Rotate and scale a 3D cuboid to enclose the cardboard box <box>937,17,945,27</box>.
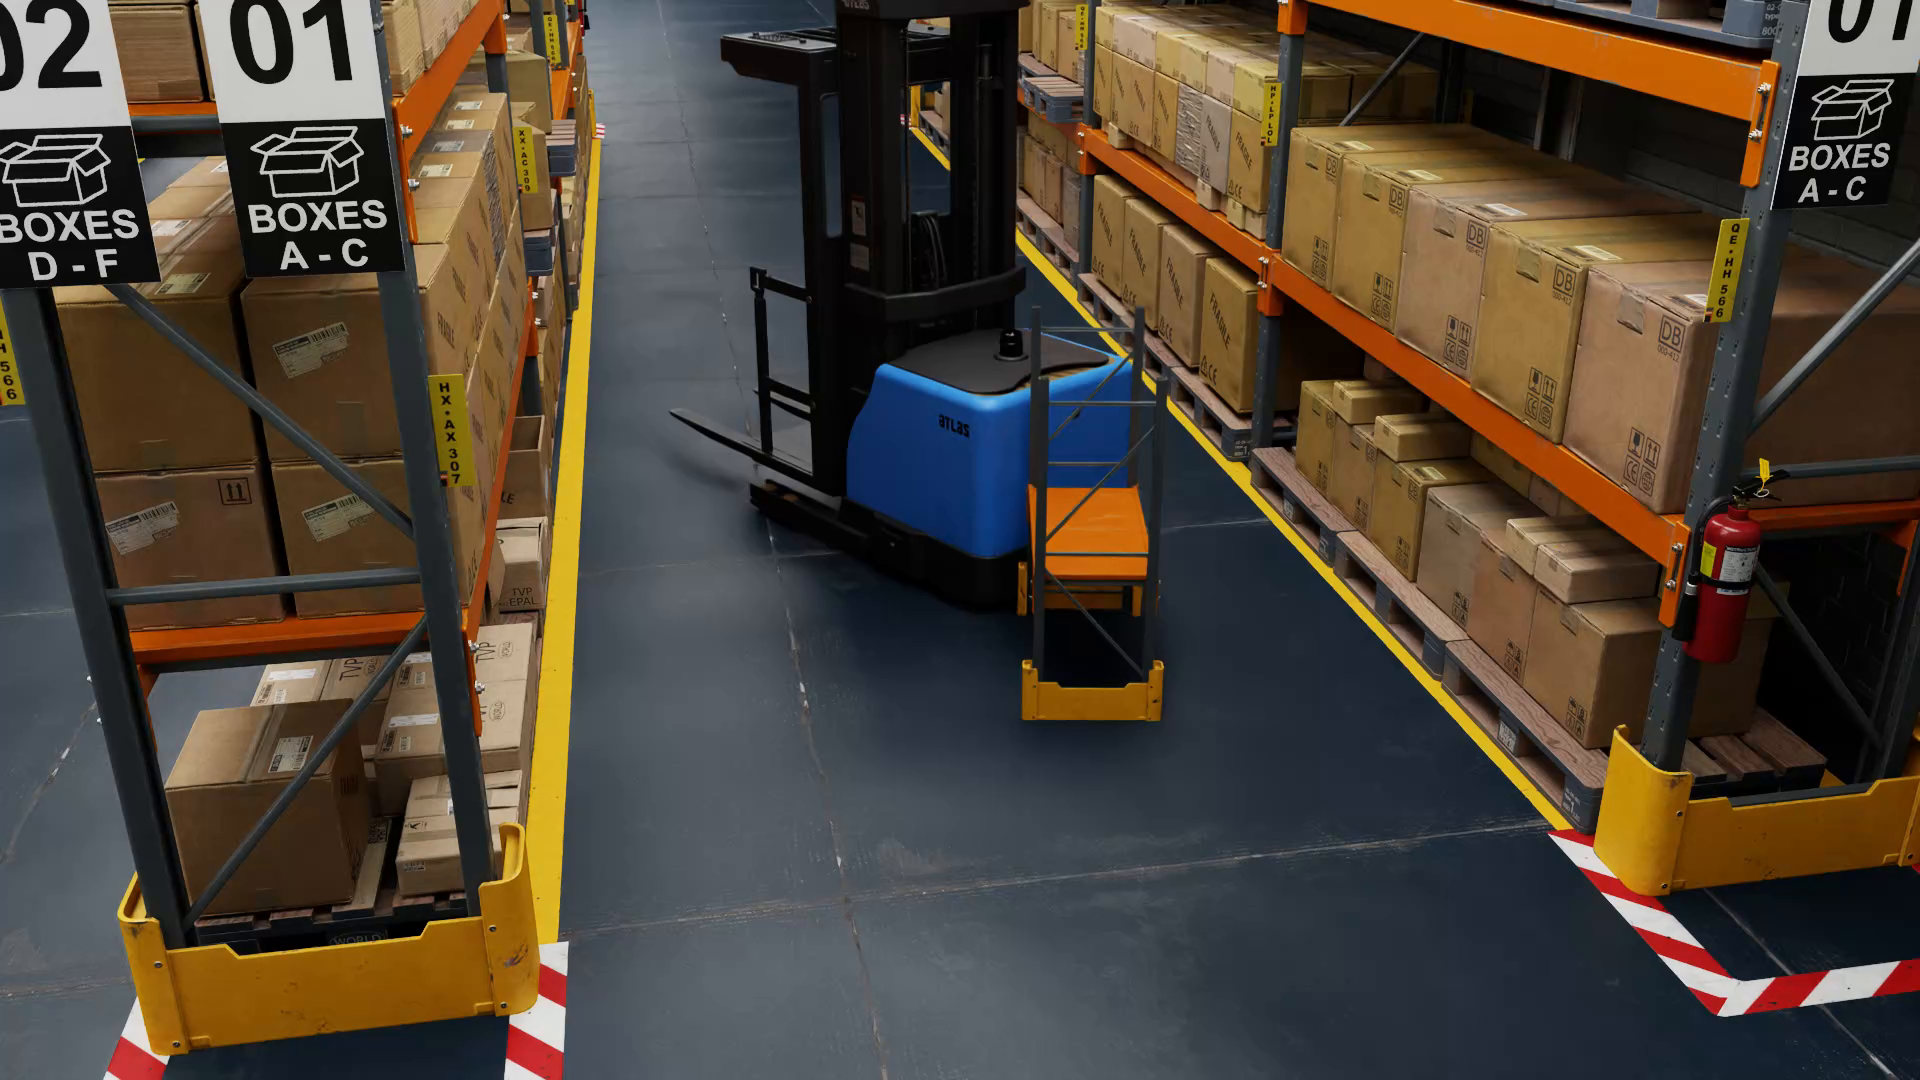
[{"bbox_3d":[0.033,-5.647,18.095,0.500,0.250,0.500,-4,24,-9],"label":"cardboard box"}]

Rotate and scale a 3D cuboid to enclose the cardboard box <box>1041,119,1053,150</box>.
[{"bbox_3d":[1.042,-3.686,15.079,0.500,0.250,0.500,-5,24,-11],"label":"cardboard box"}]

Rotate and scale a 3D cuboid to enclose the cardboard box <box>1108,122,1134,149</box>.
[{"bbox_3d":[1.282,-2.916,11.967,0.380,0.149,0.250,-4,24,-8],"label":"cardboard box"}]

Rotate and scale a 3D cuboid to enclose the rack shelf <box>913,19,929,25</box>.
[{"bbox_3d":[0.335,-5.409,18.286,1.077,0.370,4.000,-4,24,-10],"label":"rack shelf"}]

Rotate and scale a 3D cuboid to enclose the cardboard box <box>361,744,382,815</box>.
[{"bbox_3d":[-2.273,0.871,5.998,0.380,0.166,0.250,-4,24,-10],"label":"cardboard box"}]

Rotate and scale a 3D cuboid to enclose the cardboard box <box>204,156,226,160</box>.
[{"bbox_3d":[-2.683,-1.330,6.673,0.500,0.500,0.500,-5,24,-11],"label":"cardboard box"}]

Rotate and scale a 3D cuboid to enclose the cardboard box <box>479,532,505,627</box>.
[{"bbox_3d":[-2.331,0.244,7.014,0.797,0.503,0.637,-4,24,-10],"label":"cardboard box"}]

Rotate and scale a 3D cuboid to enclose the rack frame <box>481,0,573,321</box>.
[{"bbox_3d":[-3.423,-3.011,11.896,1.000,3.000,0.127,-4,24,-10],"label":"rack frame"}]

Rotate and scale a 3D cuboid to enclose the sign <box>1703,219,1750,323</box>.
[{"bbox_3d":[2.388,-0.836,5.175,0.100,0.325,0.005,-4,24,-10],"label":"sign"}]

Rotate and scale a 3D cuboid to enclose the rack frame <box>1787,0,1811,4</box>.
[{"bbox_3d":[2.924,-2.981,4.333,1.000,3.000,0.127,-4,24,-10],"label":"rack frame"}]

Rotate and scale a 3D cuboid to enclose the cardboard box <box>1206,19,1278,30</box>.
[{"bbox_3d":[1.967,-3.348,11.211,0.500,0.250,0.500,-5,24,-11],"label":"cardboard box"}]

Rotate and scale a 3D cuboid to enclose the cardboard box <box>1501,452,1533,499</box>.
[{"bbox_3d":[2.679,-0.308,7.496,0.380,0.149,0.250,-4,24,-9],"label":"cardboard box"}]

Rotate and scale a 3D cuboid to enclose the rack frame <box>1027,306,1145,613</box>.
[{"bbox_3d":[0.569,-0.345,7.667,0.500,1.500,0.032,0,24,1],"label":"rack frame"}]

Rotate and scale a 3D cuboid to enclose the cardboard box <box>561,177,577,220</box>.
[{"bbox_3d":[-3.429,-2.835,13.702,0.500,0.311,0.500,-5,24,-11],"label":"cardboard box"}]

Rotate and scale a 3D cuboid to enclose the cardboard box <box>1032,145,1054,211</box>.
[{"bbox_3d":[1.057,-3.317,15.170,0.700,0.500,0.500,-4,24,-9],"label":"cardboard box"}]

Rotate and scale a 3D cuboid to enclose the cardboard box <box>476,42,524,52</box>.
[{"bbox_3d":[-3.750,-3.715,13.384,0.500,0.500,0.500,-6,24,-13],"label":"cardboard box"}]

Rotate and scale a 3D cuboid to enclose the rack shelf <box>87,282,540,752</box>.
[{"bbox_3d":[-2.314,-0.321,6.636,1.077,0.370,4.000,-4,24,-10],"label":"rack shelf"}]

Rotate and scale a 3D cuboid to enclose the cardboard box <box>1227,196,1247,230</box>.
[{"bbox_3d":[1.773,-1.909,9.662,0.380,0.149,0.250,-4,24,-9],"label":"cardboard box"}]

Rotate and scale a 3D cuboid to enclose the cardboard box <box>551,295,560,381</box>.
[{"bbox_3d":[-2.821,-1.307,10.568,0.500,0.500,0.500,-5,24,-12],"label":"cardboard box"}]

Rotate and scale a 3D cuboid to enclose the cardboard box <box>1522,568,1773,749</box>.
[{"bbox_3d":[2.696,0.453,6.563,0.700,0.500,0.500,-4,24,-10],"label":"cardboard box"}]

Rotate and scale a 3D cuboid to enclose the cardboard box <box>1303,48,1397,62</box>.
[{"bbox_3d":[2.252,-2.746,9.831,0.500,0.250,0.500,-4,24,-9],"label":"cardboard box"}]

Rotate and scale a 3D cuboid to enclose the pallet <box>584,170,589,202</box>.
[{"bbox_3d":[-4.269,-3.622,16.779,1.003,0.211,1.213,-4,24,-10],"label":"pallet"}]

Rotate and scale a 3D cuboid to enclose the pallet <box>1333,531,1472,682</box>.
[{"bbox_3d":[2.477,0.258,7.895,1.003,0.211,1.213,-4,24,-10],"label":"pallet"}]

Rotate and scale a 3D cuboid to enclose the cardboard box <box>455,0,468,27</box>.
[{"bbox_3d":[-2.062,-1.981,5.978,0.500,0.250,0.500,-4,24,-10],"label":"cardboard box"}]

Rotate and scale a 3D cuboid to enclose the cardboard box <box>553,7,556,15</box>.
[{"bbox_3d":[-4.444,-5.208,16.803,0.700,0.500,0.500,-4,24,-9],"label":"cardboard box"}]

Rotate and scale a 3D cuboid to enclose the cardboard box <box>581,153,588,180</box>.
[{"bbox_3d":[-3.951,-3.721,16.433,0.500,0.250,0.500,-4,24,-10],"label":"cardboard box"}]

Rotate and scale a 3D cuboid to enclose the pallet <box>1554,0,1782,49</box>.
[{"bbox_3d":[2.776,-1.857,5.617,1.003,0.211,1.213,-4,24,-10],"label":"pallet"}]

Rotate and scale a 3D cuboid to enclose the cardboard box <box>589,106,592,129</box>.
[{"bbox_3d":[-4.409,-4.705,18.685,0.500,0.250,0.500,-4,24,-10],"label":"cardboard box"}]

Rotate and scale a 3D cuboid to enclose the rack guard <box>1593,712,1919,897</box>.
[{"bbox_3d":[2.928,0.923,6.012,1.175,0.500,0.348,-4,24,-10],"label":"rack guard"}]

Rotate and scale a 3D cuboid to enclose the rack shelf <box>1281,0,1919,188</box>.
[{"bbox_3d":[2.554,-2.064,6.878,1.077,0.370,4.000,-4,24,-10],"label":"rack shelf"}]

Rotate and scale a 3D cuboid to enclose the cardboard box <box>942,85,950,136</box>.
[{"bbox_3d":[0.196,-4.786,18.534,0.700,0.500,0.500,-6,24,-13],"label":"cardboard box"}]

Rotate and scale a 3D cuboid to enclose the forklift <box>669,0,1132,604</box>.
[{"bbox_3d":[-0.492,-1.548,8.633,1.130,2.935,3.031,-19,30,-37],"label":"forklift"}]

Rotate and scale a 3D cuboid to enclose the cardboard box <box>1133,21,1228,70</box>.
[{"bbox_3d":[1.471,-3.308,11.119,0.500,0.250,0.500,-4,24,-9],"label":"cardboard box"}]

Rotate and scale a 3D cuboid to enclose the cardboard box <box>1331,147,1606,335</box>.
[{"bbox_3d":[2.398,-1.441,7.926,0.980,0.700,0.700,-5,24,-11],"label":"cardboard box"}]

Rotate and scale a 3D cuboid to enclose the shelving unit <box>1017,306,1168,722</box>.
[{"bbox_3d":[0.561,-0.138,7.193,0.587,1.500,1.083,0,24,1],"label":"shelving unit"}]

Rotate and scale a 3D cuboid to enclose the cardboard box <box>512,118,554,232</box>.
[{"bbox_3d":[-2.551,-1.878,8.654,0.700,0.500,0.500,-13,27,-27],"label":"cardboard box"}]

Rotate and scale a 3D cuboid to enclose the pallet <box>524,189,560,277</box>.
[{"bbox_3d":[-2.724,-1.672,9.070,1.003,0.211,1.213,-4,24,-10],"label":"pallet"}]

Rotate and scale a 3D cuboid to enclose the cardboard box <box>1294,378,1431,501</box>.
[{"bbox_3d":[2.221,-0.551,8.861,0.700,0.500,0.500,-4,24,-9],"label":"cardboard box"}]

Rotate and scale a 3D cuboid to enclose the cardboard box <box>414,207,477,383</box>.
[{"bbox_3d":[-1.871,-0.767,5.384,0.500,0.500,0.500,-4,24,-9],"label":"cardboard box"}]

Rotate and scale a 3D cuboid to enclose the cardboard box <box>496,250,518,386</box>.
[{"bbox_3d":[-2.145,-0.901,6.940,0.500,0.500,0.500,-4,24,-9],"label":"cardboard box"}]

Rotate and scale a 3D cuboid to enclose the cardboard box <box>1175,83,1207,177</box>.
[{"bbox_3d":[1.662,-2.558,10.337,0.500,0.500,0.500,-4,24,-10],"label":"cardboard box"}]

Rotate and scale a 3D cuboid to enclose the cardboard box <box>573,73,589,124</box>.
[{"bbox_3d":[-4.220,-4.655,17.635,0.500,0.500,0.500,-4,24,-10],"label":"cardboard box"}]

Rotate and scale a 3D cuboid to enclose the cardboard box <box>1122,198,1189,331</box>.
[{"bbox_3d":[1.607,-1.942,11.610,0.750,0.750,0.750,-4,24,-10],"label":"cardboard box"}]

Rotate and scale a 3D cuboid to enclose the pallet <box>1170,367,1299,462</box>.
[{"bbox_3d":[1.967,-0.825,10.376,1.003,0.211,1.213,-4,24,-10],"label":"pallet"}]

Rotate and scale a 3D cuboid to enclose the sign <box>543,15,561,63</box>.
[{"bbox_3d":[-2.892,-3.549,11.780,0.100,0.325,0.005,-4,24,-10],"label":"sign"}]

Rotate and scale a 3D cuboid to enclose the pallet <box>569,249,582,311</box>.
[{"bbox_3d":[-3.537,-2.059,13.202,1.003,0.211,1.213,-4,24,-10],"label":"pallet"}]

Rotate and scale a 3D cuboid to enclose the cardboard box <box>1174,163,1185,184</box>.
[{"bbox_3d":[1.614,-2.420,10.831,0.380,0.149,0.250,-4,24,-8],"label":"cardboard box"}]

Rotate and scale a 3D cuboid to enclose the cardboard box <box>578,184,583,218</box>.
[{"bbox_3d":[-3.615,-2.974,14.723,0.500,0.250,0.500,-4,24,-9],"label":"cardboard box"}]

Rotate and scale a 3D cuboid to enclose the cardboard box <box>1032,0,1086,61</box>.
[{"bbox_3d":[1.014,-4.520,14.676,0.700,0.500,0.500,-1,24,-2],"label":"cardboard box"}]

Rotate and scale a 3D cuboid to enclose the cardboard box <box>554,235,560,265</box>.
[{"bbox_3d":[-3.005,-2.038,11.305,0.500,0.250,0.500,-3,24,-8],"label":"cardboard box"}]

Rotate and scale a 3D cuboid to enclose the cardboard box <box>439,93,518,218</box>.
[{"bbox_3d":[-2.336,-1.762,7.661,0.500,0.500,0.500,-4,24,-9],"label":"cardboard box"}]

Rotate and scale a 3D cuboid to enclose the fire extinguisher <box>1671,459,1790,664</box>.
[{"bbox_3d":[2.498,0.068,5.410,0.296,0.674,0.183,-4,24,-10],"label":"fire extinguisher"}]

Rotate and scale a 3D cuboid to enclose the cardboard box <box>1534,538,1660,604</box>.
[{"bbox_3d":[2.493,0.119,6.518,0.380,0.149,0.250,-5,24,-10],"label":"cardboard box"}]
